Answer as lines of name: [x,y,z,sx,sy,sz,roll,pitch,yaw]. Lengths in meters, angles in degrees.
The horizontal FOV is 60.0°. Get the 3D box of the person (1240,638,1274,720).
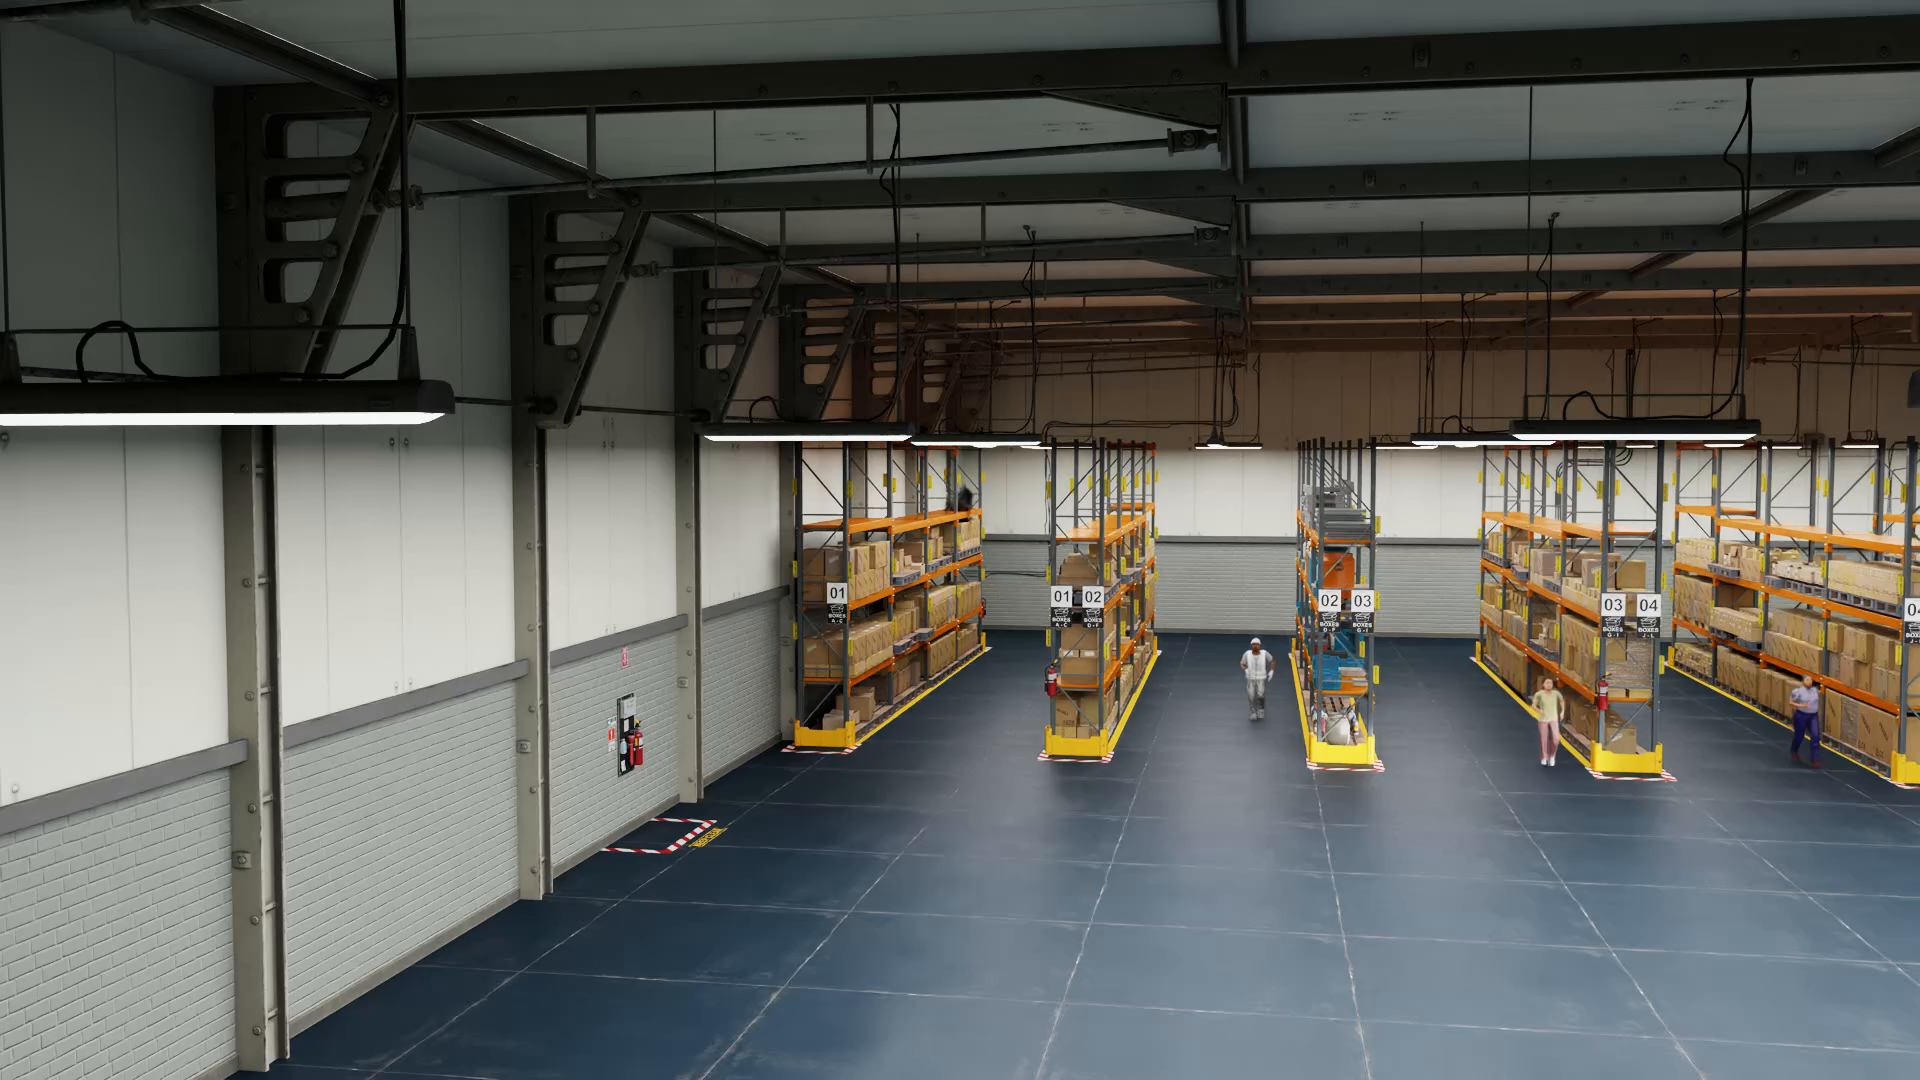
person: [6.324,2.967,35.406,0.712,1.752,0.629,1,3,12]

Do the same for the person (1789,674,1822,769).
person: [15.436,3.277,30.369,0.603,1.666,0.910,0,3,6]

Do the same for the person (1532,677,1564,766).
person: [10.681,3.296,30.154,0.608,1.646,0.607,0,3,7]
